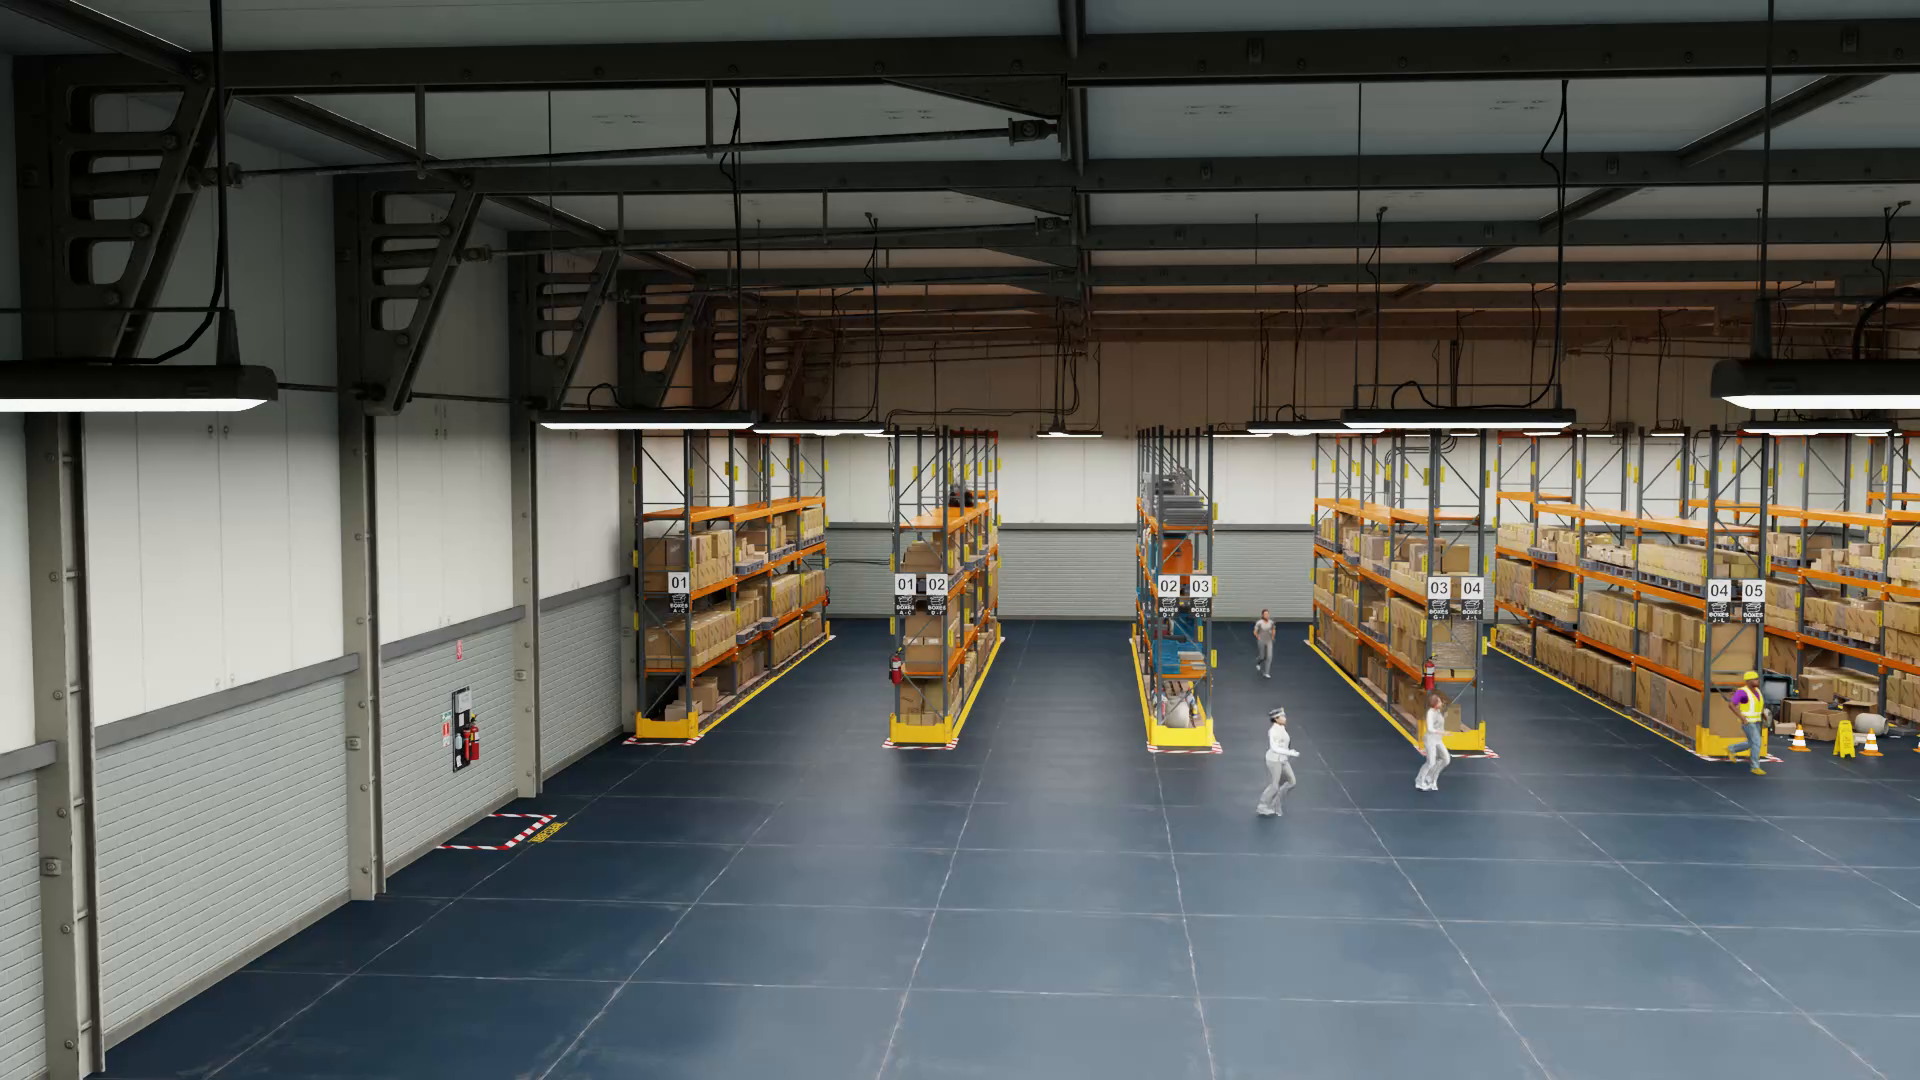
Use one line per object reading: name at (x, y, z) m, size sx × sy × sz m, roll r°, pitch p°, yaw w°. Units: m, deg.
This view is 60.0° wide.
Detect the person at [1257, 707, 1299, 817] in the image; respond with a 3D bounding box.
person at (4.846, 3.376, 25.206) m, size 0.660 × 1.703 × 0.643 m, roll 2°, pitch 4°, yaw 29°

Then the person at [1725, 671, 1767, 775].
person at (13.585, 3.128, 28.701) m, size 0.733 × 1.746 × 0.831 m, roll -2°, pitch 4°, yaw -35°

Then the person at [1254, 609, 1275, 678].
person at (7.378, 2.486, 40.316) m, size 0.557 × 1.638 × 0.804 m, roll 0°, pitch 3°, yaw -6°

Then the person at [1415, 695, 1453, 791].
person at (7.731, 3.305, 27.033) m, size 0.641 × 1.595 × 0.569 m, roll 3°, pitch 4°, yaw 38°
